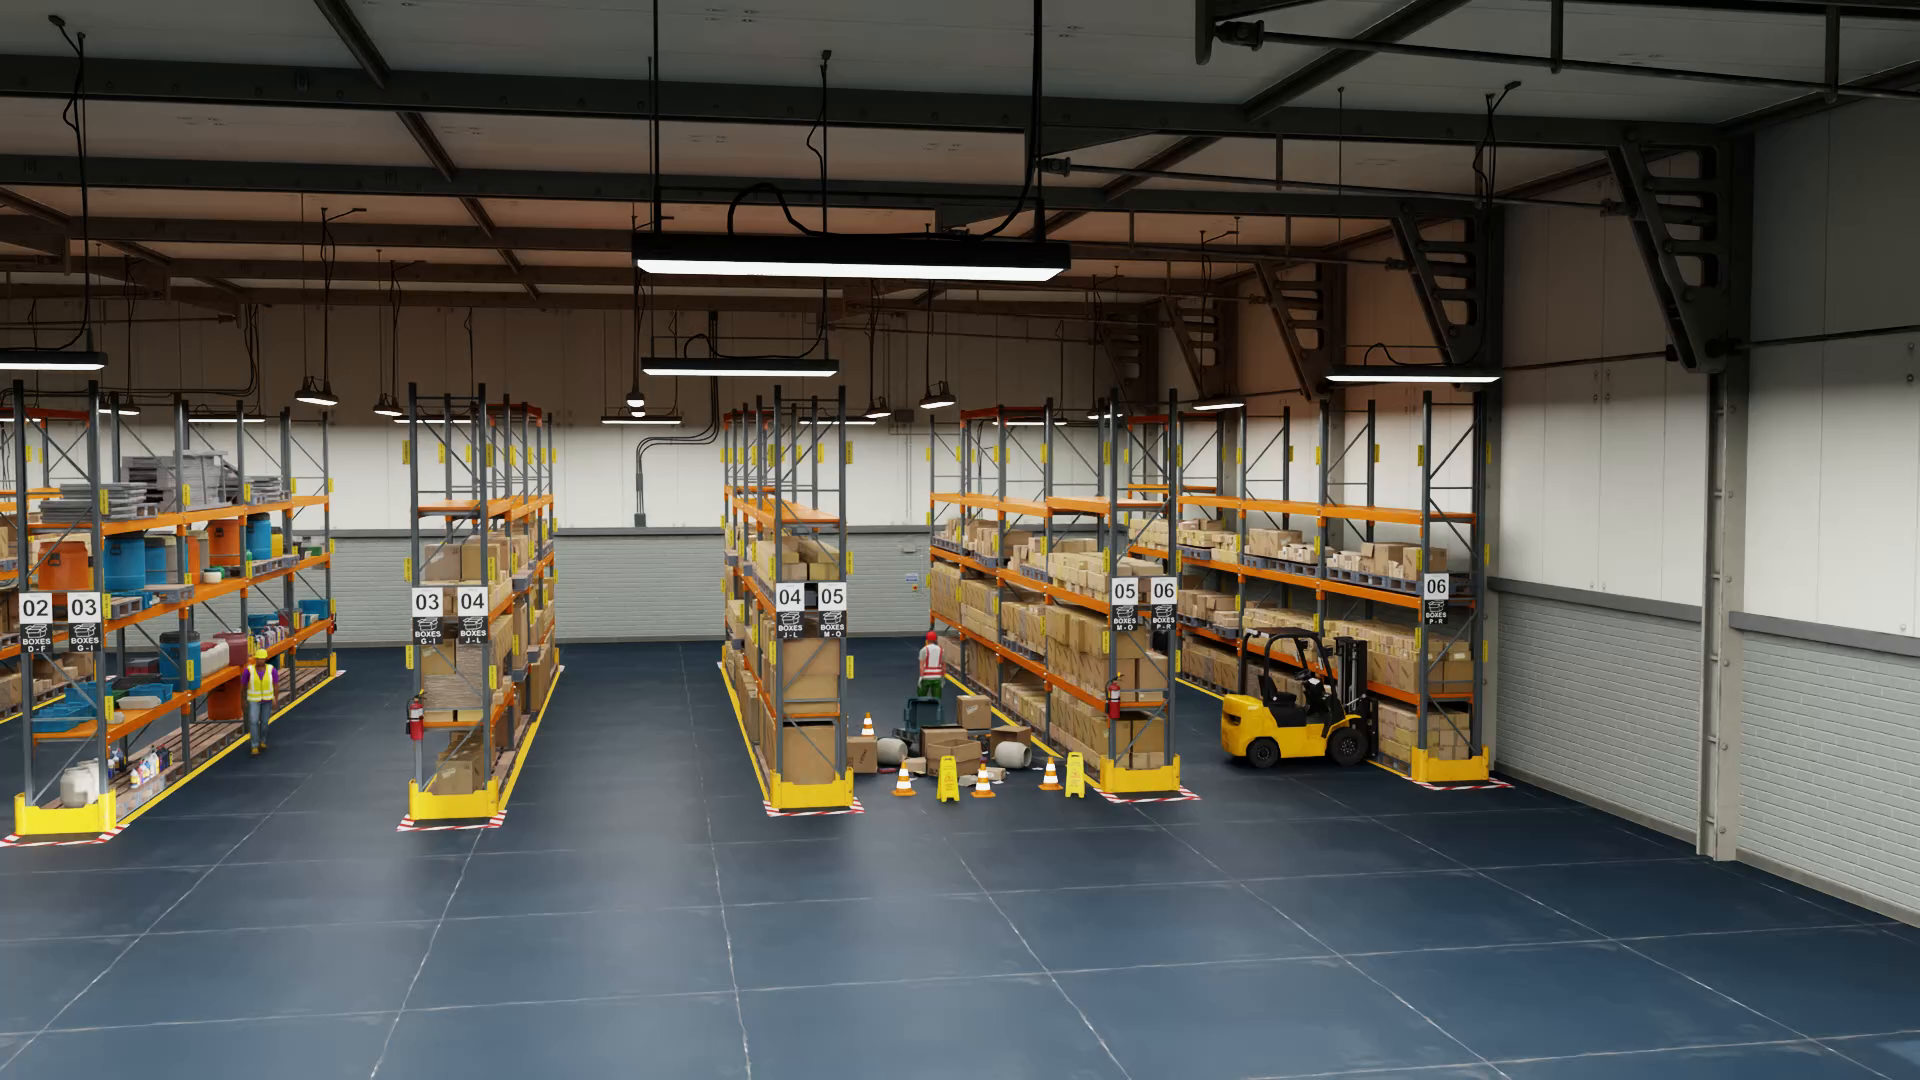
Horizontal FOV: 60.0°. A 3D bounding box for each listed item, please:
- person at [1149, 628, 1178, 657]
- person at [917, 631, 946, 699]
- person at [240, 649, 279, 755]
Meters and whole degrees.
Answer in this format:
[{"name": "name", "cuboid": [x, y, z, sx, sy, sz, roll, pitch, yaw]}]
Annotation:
[{"name": "person", "cuboid": [4.310, 2.363, 35.168, 0.584, 1.732, 0.696, 0, 3, 0]}, {"name": "person", "cuboid": [-0.515, 2.573, 30.513, 0.588, 1.808, 0.543, -1, 3, -22]}, {"name": "person", "cuboid": [-11.769, 2.695, 27.995, 0.592, 1.720, 0.951, -2, 4, -36]}]
